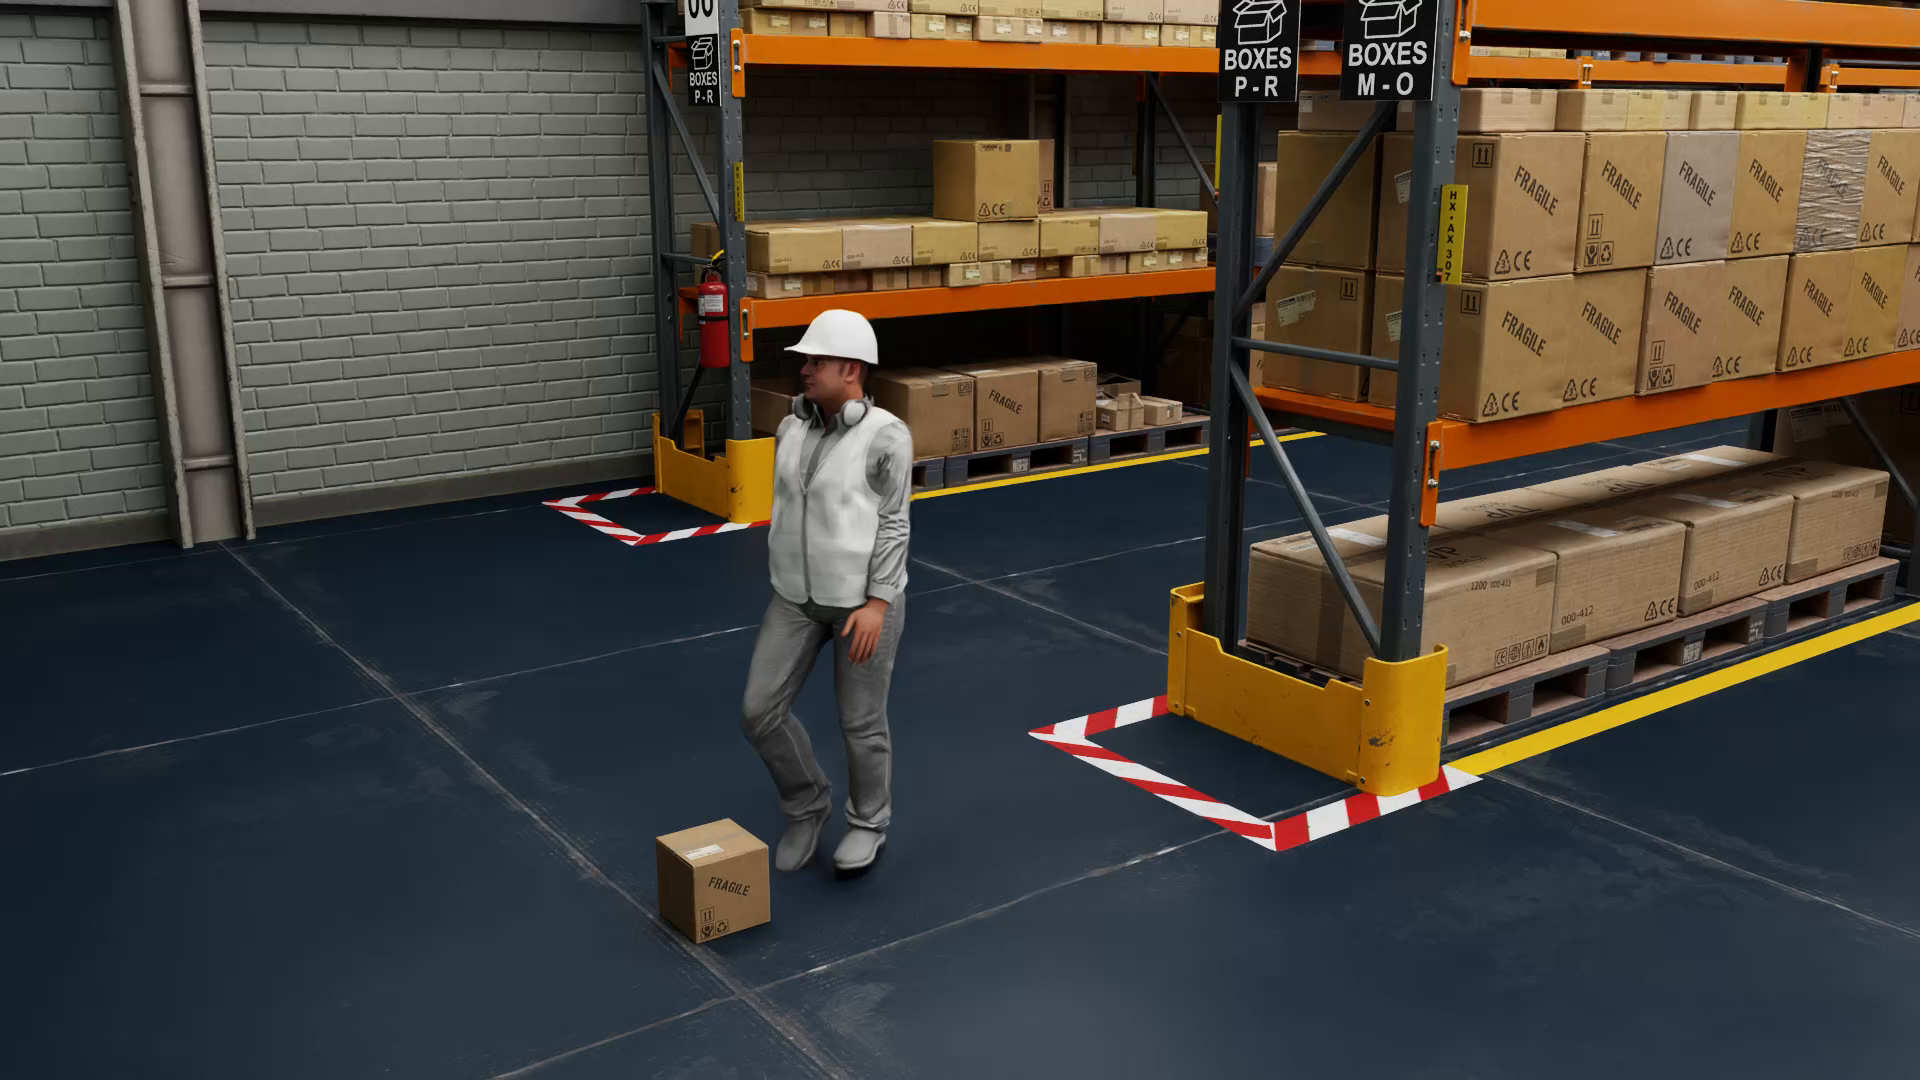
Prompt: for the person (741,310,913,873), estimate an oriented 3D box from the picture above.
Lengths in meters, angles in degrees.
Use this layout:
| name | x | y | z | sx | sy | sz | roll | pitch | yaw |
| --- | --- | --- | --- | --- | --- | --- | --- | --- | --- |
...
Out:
| name | x | y | z | sx | sy | sz | roll | pitch | yaw |
| --- | --- | --- | --- | --- | --- | --- | --- | --- | --- |
| person | -0.407 | 0.201 | 5.177 | 0.551 | 1.809 | 0.483 | 7 | 16 | 25 |
